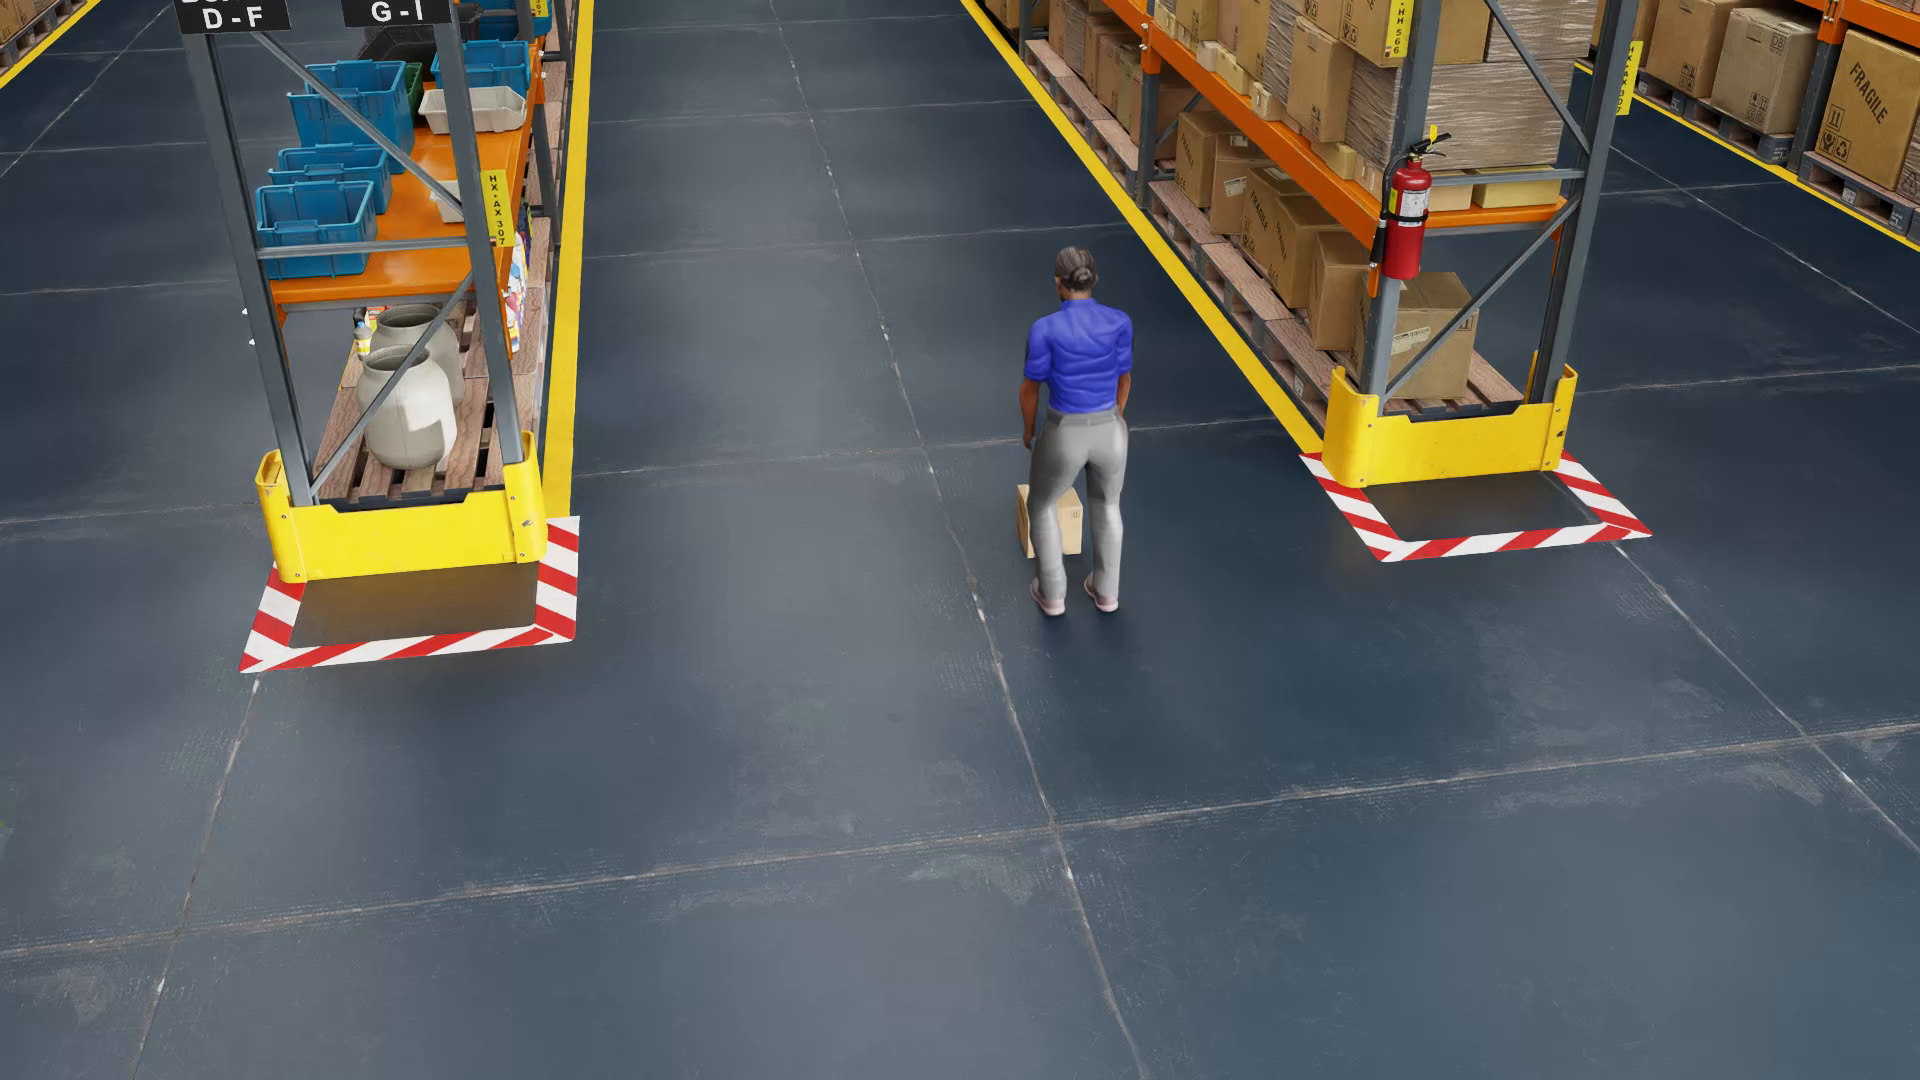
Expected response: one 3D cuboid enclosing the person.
[{"bbox_3d":[0.473,-0.417,6.905,0.461,1.599,0.393,-5,31,-8],"label":"person"}]
